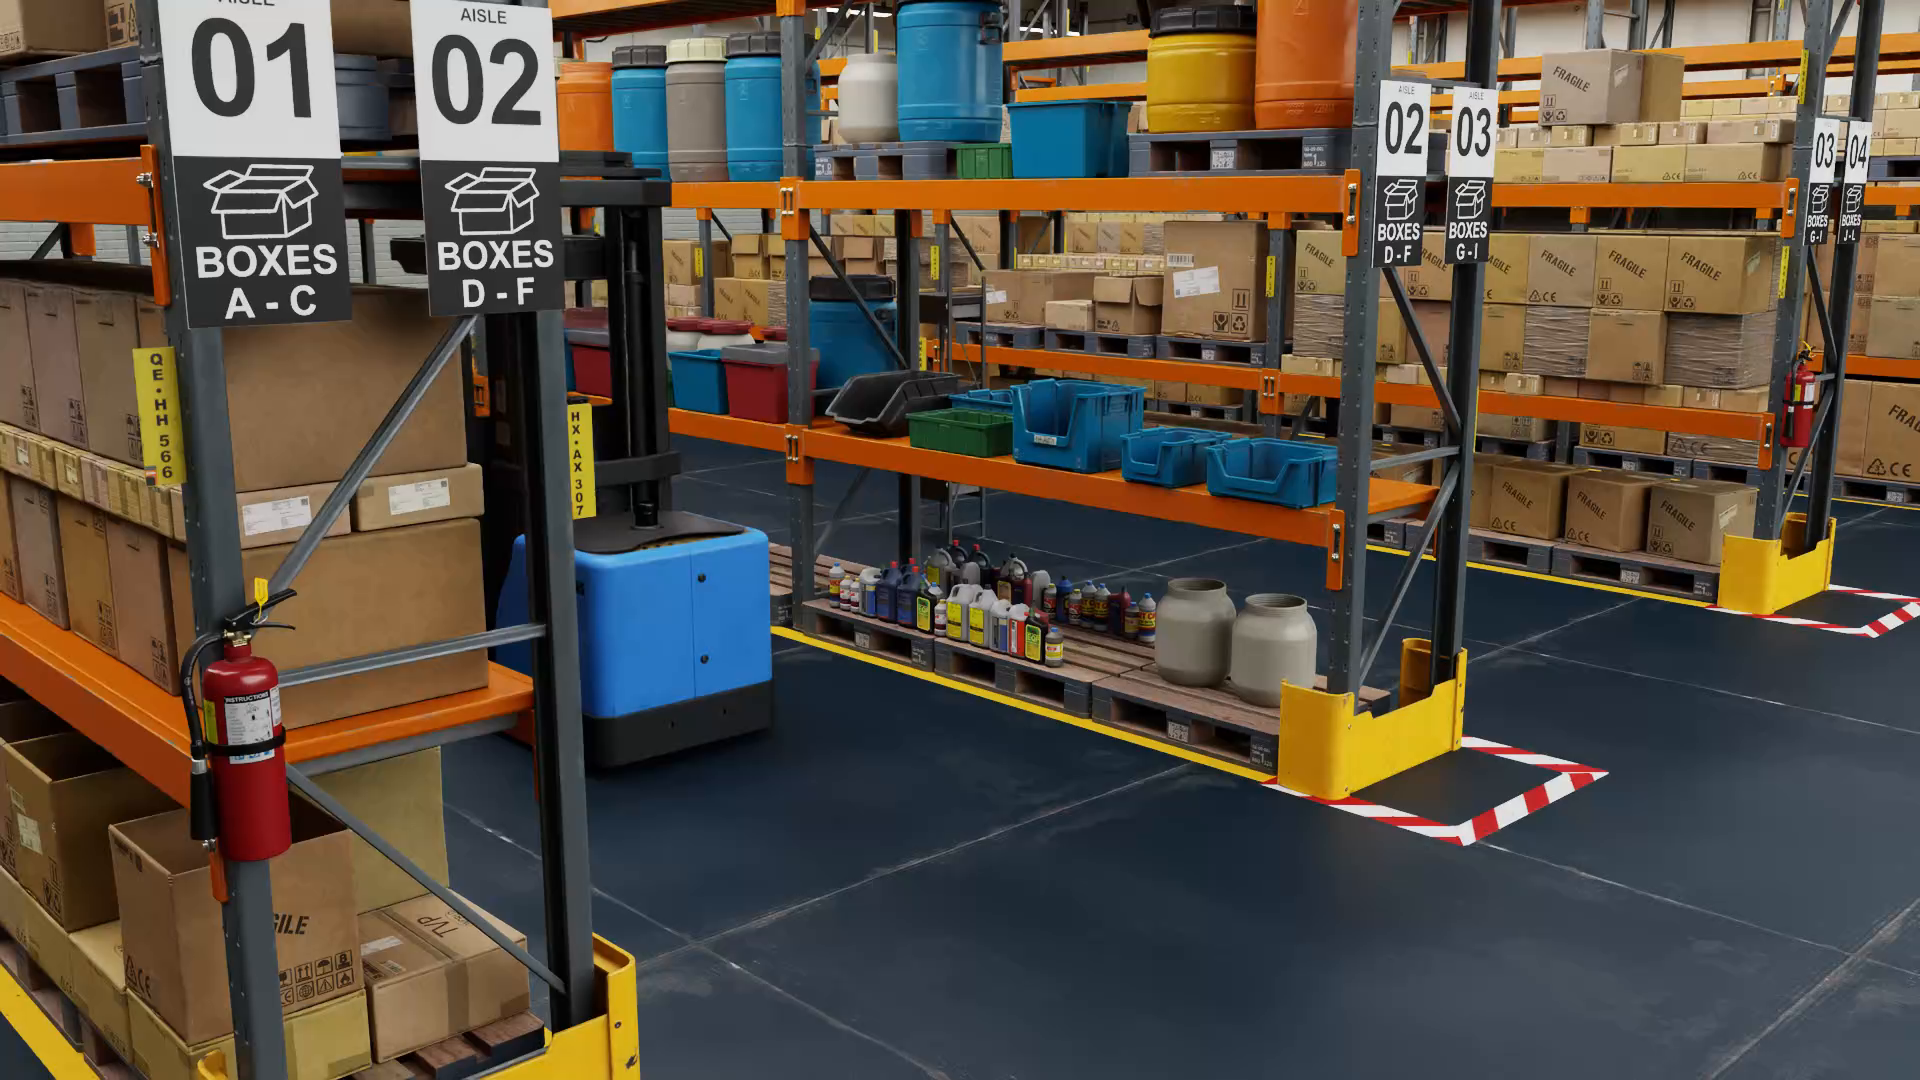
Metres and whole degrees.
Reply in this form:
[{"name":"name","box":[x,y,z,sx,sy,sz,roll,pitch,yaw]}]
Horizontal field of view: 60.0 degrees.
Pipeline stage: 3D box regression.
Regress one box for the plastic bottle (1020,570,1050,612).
[{"name":"plastic bottle","box":[0.452,0.316,10.105,0.152,0.276,0.135,-11,16,-42]}]

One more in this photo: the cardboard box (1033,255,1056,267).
[{"name":"cardboard box","box":[1.185,-3.703,22.058,0.380,0.149,0.250,-10,16,-41]}]

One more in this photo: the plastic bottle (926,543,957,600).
[{"name":"plastic bottle","box":[-0.117,0.200,10.482,0.144,0.351,0.185,-11,16,-43]}]

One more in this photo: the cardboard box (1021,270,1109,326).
[{"name":"cardboard box","box":[1.014,-2.344,16.066,0.700,0.500,0.500,-8,14,-34]}]

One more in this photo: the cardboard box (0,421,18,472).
[{"name":"cardboard box","box":[-3.133,-0.341,5.779,0.380,0.149,0.250,-11,16,-43]}]

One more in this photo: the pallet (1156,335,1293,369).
[{"name":"pallet","box":[2.494,-1.684,14.627,1.003,0.211,1.213,-11,16,-43]}]

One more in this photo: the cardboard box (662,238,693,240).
[{"name":"cardboard box","box":[-3.452,-3.507,20.776,0.500,0.500,0.500,11,16,43]}]

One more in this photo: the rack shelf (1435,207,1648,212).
[{"name":"rack shelf","box":[9.528,-5.712,28.051,1.077,0.370,4.000,-11,16,-43]}]

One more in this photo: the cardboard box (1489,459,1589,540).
[{"name":"cardboard box","box":[4.403,-0.314,12.655,0.500,0.500,0.500,-9,15,-37]}]

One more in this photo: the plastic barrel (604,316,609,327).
[{"name":"plastic barrel","box":[-2.564,-1.474,12.856,0.421,0.512,0.421,0,12,0]}]

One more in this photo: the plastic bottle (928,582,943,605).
[{"name":"plastic bottle","box":[-0.150,0.384,9.784,0.097,0.271,0.097,0,12,0]}]

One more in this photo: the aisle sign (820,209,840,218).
[{"name":"aisle sign","box":[-1.981,-5.316,25.338,0.394,0.787,0.004,-11,16,-43]}]

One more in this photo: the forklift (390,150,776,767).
[{"name":"forklift","box":[-2.304,-0.582,8.973,1.130,2.935,3.031,-10,16,-41]}]

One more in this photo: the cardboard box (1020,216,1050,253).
[{"name":"cardboard box","box":[0.913,-4.274,23.262,0.500,0.500,0.500,-10,16,-41]}]

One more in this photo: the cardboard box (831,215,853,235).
[{"name":"cardboard box","box":[-1.596,-4.656,25.113,0.500,0.500,0.500,-11,16,-43]}]

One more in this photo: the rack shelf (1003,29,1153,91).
[{"name":"rack shelf","box":[1.535,-4.328,14.893,1.077,0.370,4.000,-11,16,-43]}]

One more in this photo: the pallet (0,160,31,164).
[{"name":"pallet","box":[-4.870,-1.769,7.603,1.217,0.209,0.805,11,16,43]}]

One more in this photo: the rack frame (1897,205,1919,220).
[{"name":"rack frame","box":[13.671,-3.719,24.031,1.000,3.000,0.127,-11,16,-43]}]

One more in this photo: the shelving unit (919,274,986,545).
[{"name":"shelving unit","box":[-0.114,-1.053,13.317,0.431,2.100,0.503,-11,16,-43]}]

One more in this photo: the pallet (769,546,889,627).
[{"name":"pallet","box":[-1.236,0.301,11.430,1.003,0.211,1.213,-11,16,-43]}]

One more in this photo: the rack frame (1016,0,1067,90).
[{"name":"rack frame","box":[1.049,-6.428,22.313,1.000,3.000,0.127,-11,16,-43]}]

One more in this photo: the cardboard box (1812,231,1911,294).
[{"name":"cardboard box","box":[8.372,-2.569,15.399,0.875,0.550,0.550,-11,16,-43]}]

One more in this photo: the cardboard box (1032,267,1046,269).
[{"name":"cardboard box","box":[1.168,-3.559,22.099,0.380,0.149,0.250,-11,16,-44]}]

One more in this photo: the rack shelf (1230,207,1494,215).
[{"name":"rack shelf","box":[5.940,-5.020,24.691,1.077,0.370,4.000,-11,16,-43]}]

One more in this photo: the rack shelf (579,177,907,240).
[{"name":"rack shelf","box":[-2.047,-2.365,11.805,1.077,0.370,4.000,-11,16,-43]}]

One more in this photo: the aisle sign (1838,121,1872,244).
[{"name":"aisle sign","box":[5.938,-2.368,11.031,0.394,0.787,0.004,-11,16,-43]}]

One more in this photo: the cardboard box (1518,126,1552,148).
[{"name":"cardboard box","box":[4.212,-2.888,11.945,0.250,0.149,0.380,11,16,42]}]

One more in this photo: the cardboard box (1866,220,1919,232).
[{"name":"cardboard box","box":[10.895,-3.462,19.321,0.700,0.500,0.500,-11,16,-44]}]

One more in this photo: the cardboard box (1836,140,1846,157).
[{"name":"cardboard box","box":[7.984,-3.526,14.995,0.380,0.149,0.250,-11,16,-42]}]

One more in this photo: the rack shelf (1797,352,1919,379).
[{"name":"rack shelf","box":[7.954,-1.678,15.907,1.077,0.370,4.000,-11,16,-43]}]

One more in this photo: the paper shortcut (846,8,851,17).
[{"name":"paper shortcut","box":[-1.138,-5.356,16.762,0.009,0.170,0.078,4,-25,-45]}]

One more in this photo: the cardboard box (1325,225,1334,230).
[{"name":"cardboard box","box":[5.732,-4.411,24.660,0.500,0.500,0.500,-11,16,-43]}]

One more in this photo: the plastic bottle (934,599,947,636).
[{"name":"plastic bottle","box":[-0.100,0.447,9.654,0.097,0.201,0.097,0,12,0]}]

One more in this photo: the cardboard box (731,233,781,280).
[{"name":"cardboard box","box":[-2.161,-3.262,19.077,0.637,0.503,0.797,11,16,44]}]

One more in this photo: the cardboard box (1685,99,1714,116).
[{"name":"cardboard box","box":[7.106,-4.102,15.814,0.380,0.149,0.250,-11,16,-43]}]

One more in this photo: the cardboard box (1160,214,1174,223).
[{"name":"cardboard box","box":[3.461,-5.209,26.928,0.380,0.149,0.250,-11,16,-43]}]

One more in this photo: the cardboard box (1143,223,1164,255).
[{"name":"cardboard box","box":[3.331,-4.912,27.094,0.500,0.500,0.500,-11,16,-42]}]

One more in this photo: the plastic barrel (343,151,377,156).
[{"name":"plastic barrel","box":[-5.414,-3.786,15.412,0.600,0.588,0.600,0,12,0]}]

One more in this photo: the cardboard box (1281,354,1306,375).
[{"name":"cardboard box","box":[2.847,-1.450,13.638,0.380,0.149,0.250,-11,16,-43]}]

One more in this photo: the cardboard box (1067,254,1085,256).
[{"name":"cardboard box","box":[1.653,-3.794,22.499,0.250,0.149,0.380,11,16,43]}]

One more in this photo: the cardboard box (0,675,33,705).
[{"name":"cardboard box","box":[-3.467,0.765,6.181,0.500,0.500,0.500,-11,16,-43]}]

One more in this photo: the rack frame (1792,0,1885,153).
[{"name":"rack frame","box":[5.679,-4.001,10.529,1.000,3.000,0.127,-11,16,-43]}]

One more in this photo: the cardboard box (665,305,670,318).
[{"name":"cardboard box","box":[-3.411,-2.765,20.019,0.380,0.149,0.250,-11,16,-44]}]

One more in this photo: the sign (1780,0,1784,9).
[{"name":"sign","box":[9.686,-6.422,19.576,0.100,0.325,0.005,-11,16,-43]}]

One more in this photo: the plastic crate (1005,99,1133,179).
[{"name":"plastic crate","box":[0.562,-2.070,8.631,0.392,0.384,0.575,-11,16,-43]}]

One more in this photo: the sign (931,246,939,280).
[{"name":"sign","box":[-0.245,-2.719,16.307,0.100,0.325,0.005,-11,16,-43]}]

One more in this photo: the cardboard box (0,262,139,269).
[{"name":"cardboard box","box":[-3.590,-0.813,6.462,0.700,0.500,0.500,-11,16,-43]}]

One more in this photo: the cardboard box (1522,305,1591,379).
[{"name":"cardboard box","box":[4.572,-1.476,12.159,0.875,0.500,0.500,-11,16,-43]}]

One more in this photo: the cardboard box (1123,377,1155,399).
[{"name":"cardboard box","box":[2.435,-2.099,21.318,0.500,0.500,0.500,11,16,43]}]

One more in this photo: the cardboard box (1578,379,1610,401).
[{"name":"cardboard box","box":[4.646,-1.099,11.935,0.380,0.149,0.250,-11,16,-43]}]

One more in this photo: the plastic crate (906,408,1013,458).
[{"name":"plastic crate","box":[0.067,-0.615,9.487,0.450,0.188,0.662,-11,16,-43]}]

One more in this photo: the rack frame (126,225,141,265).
[{"name":"rack frame","box":[-8.953,-2.707,19.119,1.000,3.000,0.127,-11,16,-43]}]

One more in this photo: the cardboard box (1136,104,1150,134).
[{"name":"cardboard box","box":[2.012,-3.591,14.679,0.797,0.503,0.637,-10,15,-40]}]
